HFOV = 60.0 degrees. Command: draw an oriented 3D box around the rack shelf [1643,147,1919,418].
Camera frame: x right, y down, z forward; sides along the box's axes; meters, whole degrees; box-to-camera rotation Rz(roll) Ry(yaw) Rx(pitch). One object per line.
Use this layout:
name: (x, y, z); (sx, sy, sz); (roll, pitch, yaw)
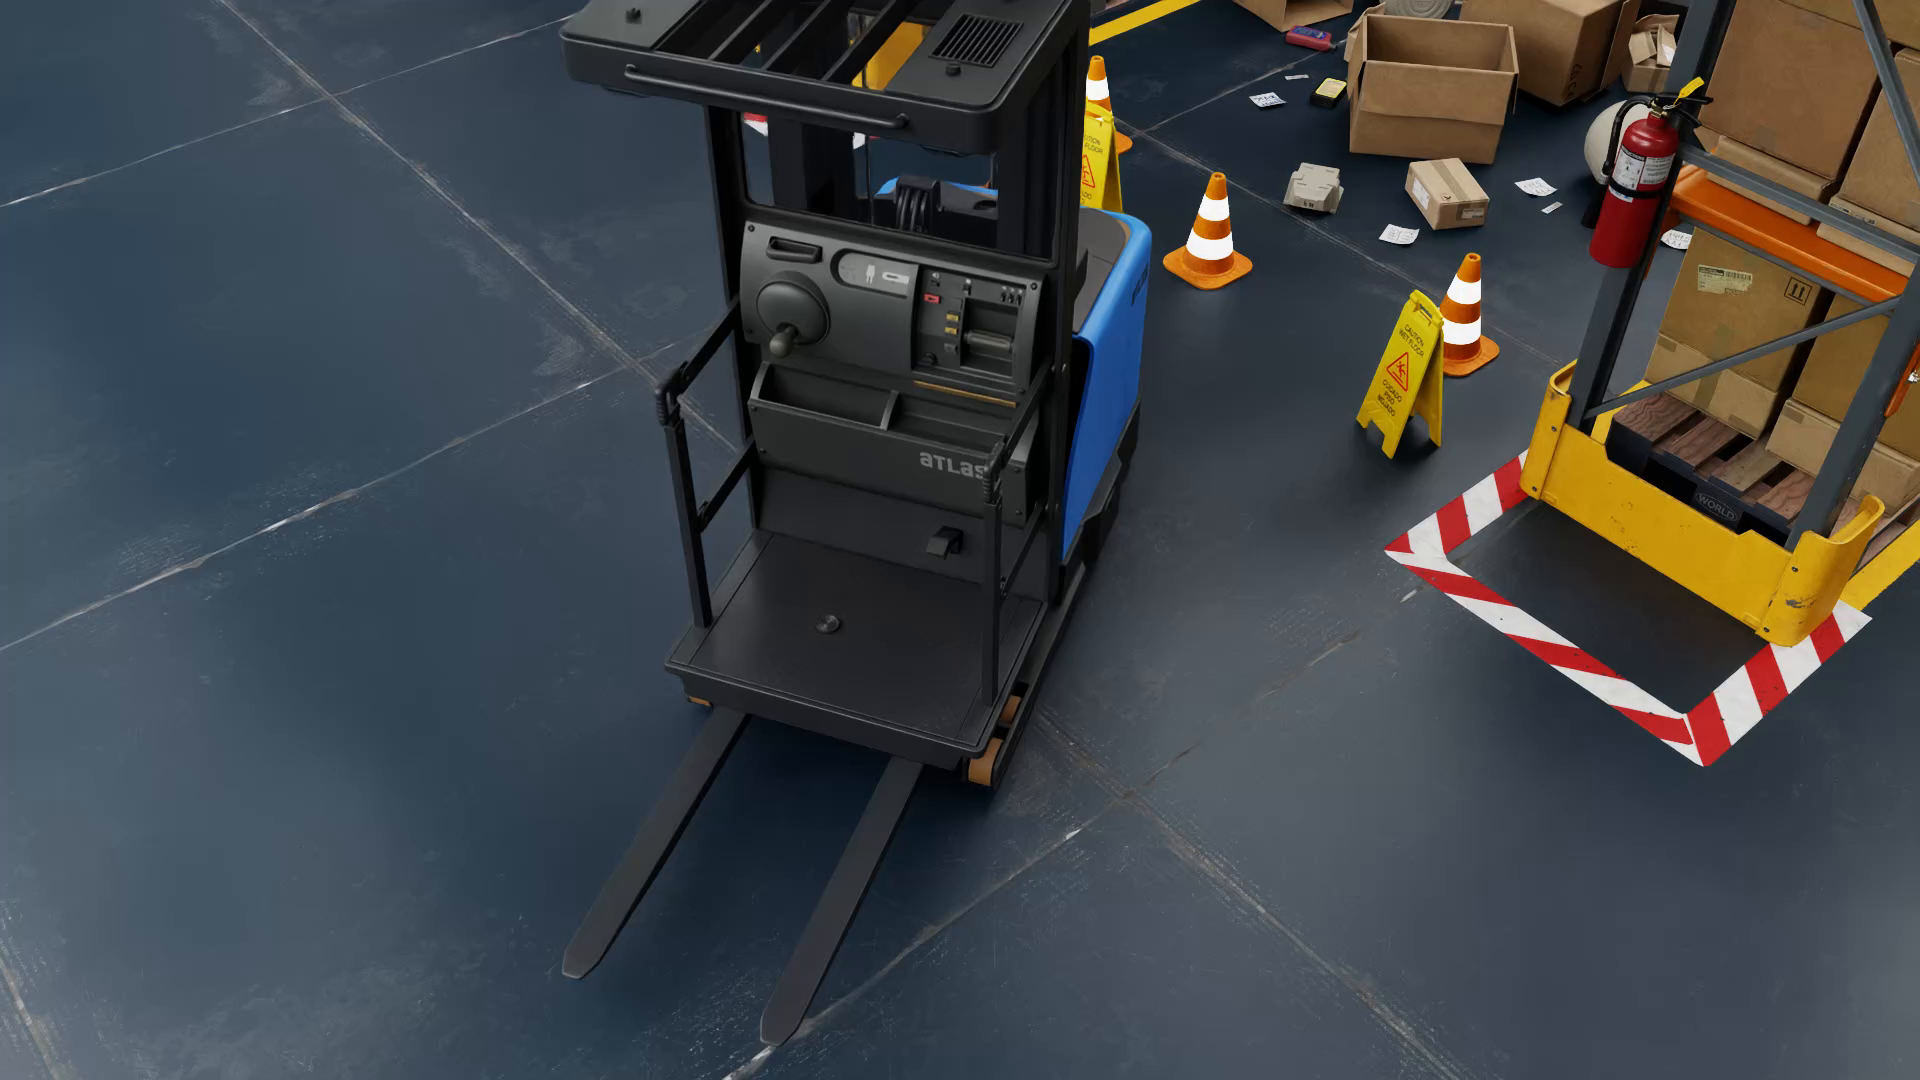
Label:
rack shelf: (4.134, -1.663, 6.355); (4.000, 0.370, 1.077); (-30, 51, -28)

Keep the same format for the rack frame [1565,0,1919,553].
rack frame: (2.600, -1.047, 5.174); (0.127, 3.000, 1.000); (-30, 51, -28)

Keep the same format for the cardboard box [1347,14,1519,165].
cardboard box: (2.323, -2.238, 8.265); (0.797, 0.503, 0.637); (7, 44, 7)

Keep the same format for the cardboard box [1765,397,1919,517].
cardboard box: (3.396, -0.407, 6.194); (0.500, 0.250, 0.500); (-30, 51, -28)

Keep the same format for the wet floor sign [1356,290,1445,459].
wet floor sign: (1.768, -0.667, 6.489); (0.232, 0.644, 0.267); (-14, 45, -14)

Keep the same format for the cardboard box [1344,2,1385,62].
cardboard box: (2.278, -2.640, 8.867); (0.258, 0.266, 0.396); (-21, 47, -21)

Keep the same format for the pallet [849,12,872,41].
pallet: (-0.090, -2.978, 9.267); (1.213, 0.211, 1.003); (-30, 51, -28)

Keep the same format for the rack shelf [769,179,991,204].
rack shelf: (-0.318, -1.193, 6.687); (1.000, 0.185, 0.538); (-7, 43, -7)

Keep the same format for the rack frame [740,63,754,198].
rack frame: (-0.819, -1.267, 6.503); (0.032, 1.500, 0.500); (-7, 43, -7)

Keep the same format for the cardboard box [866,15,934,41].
cardboard box: (-0.176, -3.313, 8.832); (0.875, 0.875, 0.875); (-29, 51, -28)

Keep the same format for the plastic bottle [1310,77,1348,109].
plastic bottle: (1.948, -2.359, 8.717); (0.133, 0.061, 0.283); (22, 47, 21)

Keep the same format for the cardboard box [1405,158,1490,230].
cardboard box: (2.309, -1.644, 7.892); (0.250, 0.149, 0.380); (-7, 44, -7)

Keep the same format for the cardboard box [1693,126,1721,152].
cardboard box: (3.973, -2.138, 8.159); (0.500, 0.500, 0.500); (0, 43, 0)

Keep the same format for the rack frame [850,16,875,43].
rack frame: (-0.654, -3.602, 7.894); (0.127, 3.000, 1.000); (-30, 51, -28)

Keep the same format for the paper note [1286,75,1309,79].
paper note: (1.798, -2.470, 8.873); (0.123, 0.001, 0.032); (-7, 44, -7)

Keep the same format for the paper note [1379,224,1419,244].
paper note: (2.048, -1.425, 7.745); (0.148, 0.019, 0.142); (22, 47, 21)

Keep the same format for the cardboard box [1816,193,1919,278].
cardboard box: (2.993, -0.996, 5.303); (0.250, 0.149, 0.380); (-30, 51, -28)

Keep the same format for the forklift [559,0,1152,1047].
forklift: (-0.283, -0.594, 4.741); (1.130, 2.935, 3.031); (14, 45, 14)

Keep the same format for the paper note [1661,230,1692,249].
paper note: (3.337, -1.400, 7.718); (0.142, 0.019, 0.148); (22, 47, 21)

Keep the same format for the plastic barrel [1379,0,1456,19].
plastic barrel: (2.529, -3.116, 9.259); (0.421, 0.421, 0.512); (0, 43, 0)

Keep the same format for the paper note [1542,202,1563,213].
paper note: (2.826, -1.586, 7.932); (0.123, 0.001, 0.032); (-30, 51, -28)

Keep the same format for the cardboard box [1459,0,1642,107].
cardboard box: (3.035, -2.703, 8.661); (0.503, 0.637, 0.797); (-30, 51, -28)

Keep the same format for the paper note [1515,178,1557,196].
paper note: (2.796, -1.715, 8.063); (0.142, 0.019, 0.148); (-14, 45, -14)

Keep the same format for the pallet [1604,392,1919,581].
pallet: (3.304, -0.402, 6.524); (1.213, 0.211, 1.003); (-30, 51, -28)

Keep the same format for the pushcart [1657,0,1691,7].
pushcart: (4.167, -3.023, 9.194); (1.648, 0.377, 0.936); (22, 47, 21)

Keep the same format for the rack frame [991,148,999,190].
rack frame: (0.183, -1.382, 6.625); (0.032, 1.500, 0.500); (-7, 43, -7)

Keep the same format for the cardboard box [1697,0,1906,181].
cardboard box: (2.839, -1.575, 5.446); (0.500, 0.500, 0.500); (-31, 51, -29)

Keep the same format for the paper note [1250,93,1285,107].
paper note: (1.607, -2.298, 8.676); (0.142, 0.017, 0.144); (-14, 45, -14)

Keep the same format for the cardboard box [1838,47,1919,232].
cardboard box: (3.141, -1.254, 5.104); (0.500, 0.500, 0.500); (-31, 51, -28)

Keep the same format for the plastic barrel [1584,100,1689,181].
plastic barrel: (3.213, -1.810, 7.868); (0.421, 0.421, 0.512); (0, 43, 0)

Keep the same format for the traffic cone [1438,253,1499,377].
traffic cone: (2.102, -0.989, 6.965); (0.334, 0.463, 0.336); (-30, 51, -28)

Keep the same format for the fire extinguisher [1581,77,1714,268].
fire extinguisher: (2.216, -1.211, 5.404); (0.183, 0.674, 0.296); (-30, 51, -28)

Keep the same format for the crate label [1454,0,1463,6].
crate label: (2.930, -3.180, 9.536); (0.298, 0.136, 0.250); (7, 44, 7)

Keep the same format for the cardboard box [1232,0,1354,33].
cardboard box: (1.882, -3.228, 9.320); (0.500, 0.500, 0.500); (-21, 47, -21)

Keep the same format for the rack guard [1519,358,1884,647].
rack guard: (2.658, -0.169, 6.065); (0.348, 0.500, 1.175); (-30, 51, -28)

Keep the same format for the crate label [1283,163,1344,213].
crate label: (1.692, -1.681, 7.940); (0.250, 0.136, 0.298); (14, 45, 15)

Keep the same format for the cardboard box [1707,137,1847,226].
cardboard box: (2.749, -1.232, 5.554); (0.250, 0.149, 0.380); (-28, 50, -27)

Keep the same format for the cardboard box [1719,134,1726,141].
cardboard box: (2.873, -1.402, 5.735); (0.250, 0.149, 0.380); (-30, 51, -28)

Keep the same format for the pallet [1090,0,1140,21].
pallet: (0.845, -3.511, 9.834); (1.213, 0.211, 1.003); (-30, 51, -28)

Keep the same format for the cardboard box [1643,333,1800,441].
cardboard box: (3.066, -0.705, 6.511); (0.500, 0.250, 0.500); (-30, 51, -28)

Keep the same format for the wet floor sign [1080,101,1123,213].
wet floor sign: (0.595, -1.691, 7.580); (0.267, 0.644, 0.232); (30, 51, 28)

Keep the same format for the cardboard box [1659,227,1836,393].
cardboard box: (3.047, -0.960, 6.235); (0.500, 0.500, 0.500); (-29, 51, -28)

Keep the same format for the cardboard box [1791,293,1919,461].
cardboard box: (3.414, -0.691, 5.949); (0.500, 0.500, 0.500); (-32, 52, -29)

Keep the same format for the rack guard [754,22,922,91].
rack guard: (-0.672, -2.680, 8.739); (0.348, 0.500, 1.175); (-30, 51, -28)

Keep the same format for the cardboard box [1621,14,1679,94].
cardboard box: (3.666, -2.577, 8.800); (0.258, 0.266, 0.396); (7, 44, 7)

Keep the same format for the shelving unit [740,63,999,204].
shelving unit: (-0.309, -1.326, 6.565); (1.083, 1.500, 0.587); (-7, 43, -7)

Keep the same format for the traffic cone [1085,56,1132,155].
traffic cone: (0.665, -2.165, 8.217); (0.334, 0.463, 0.336); (-30, 51, -28)

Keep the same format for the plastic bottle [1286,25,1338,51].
plastic bottle: (1.947, -2.750, 9.133); (0.283, 0.061, 0.133); (22, 47, 21)

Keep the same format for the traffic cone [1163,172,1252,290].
traffic cone: (1.129, -1.422, 7.426); (0.334, 0.463, 0.336); (-30, 51, -28)
